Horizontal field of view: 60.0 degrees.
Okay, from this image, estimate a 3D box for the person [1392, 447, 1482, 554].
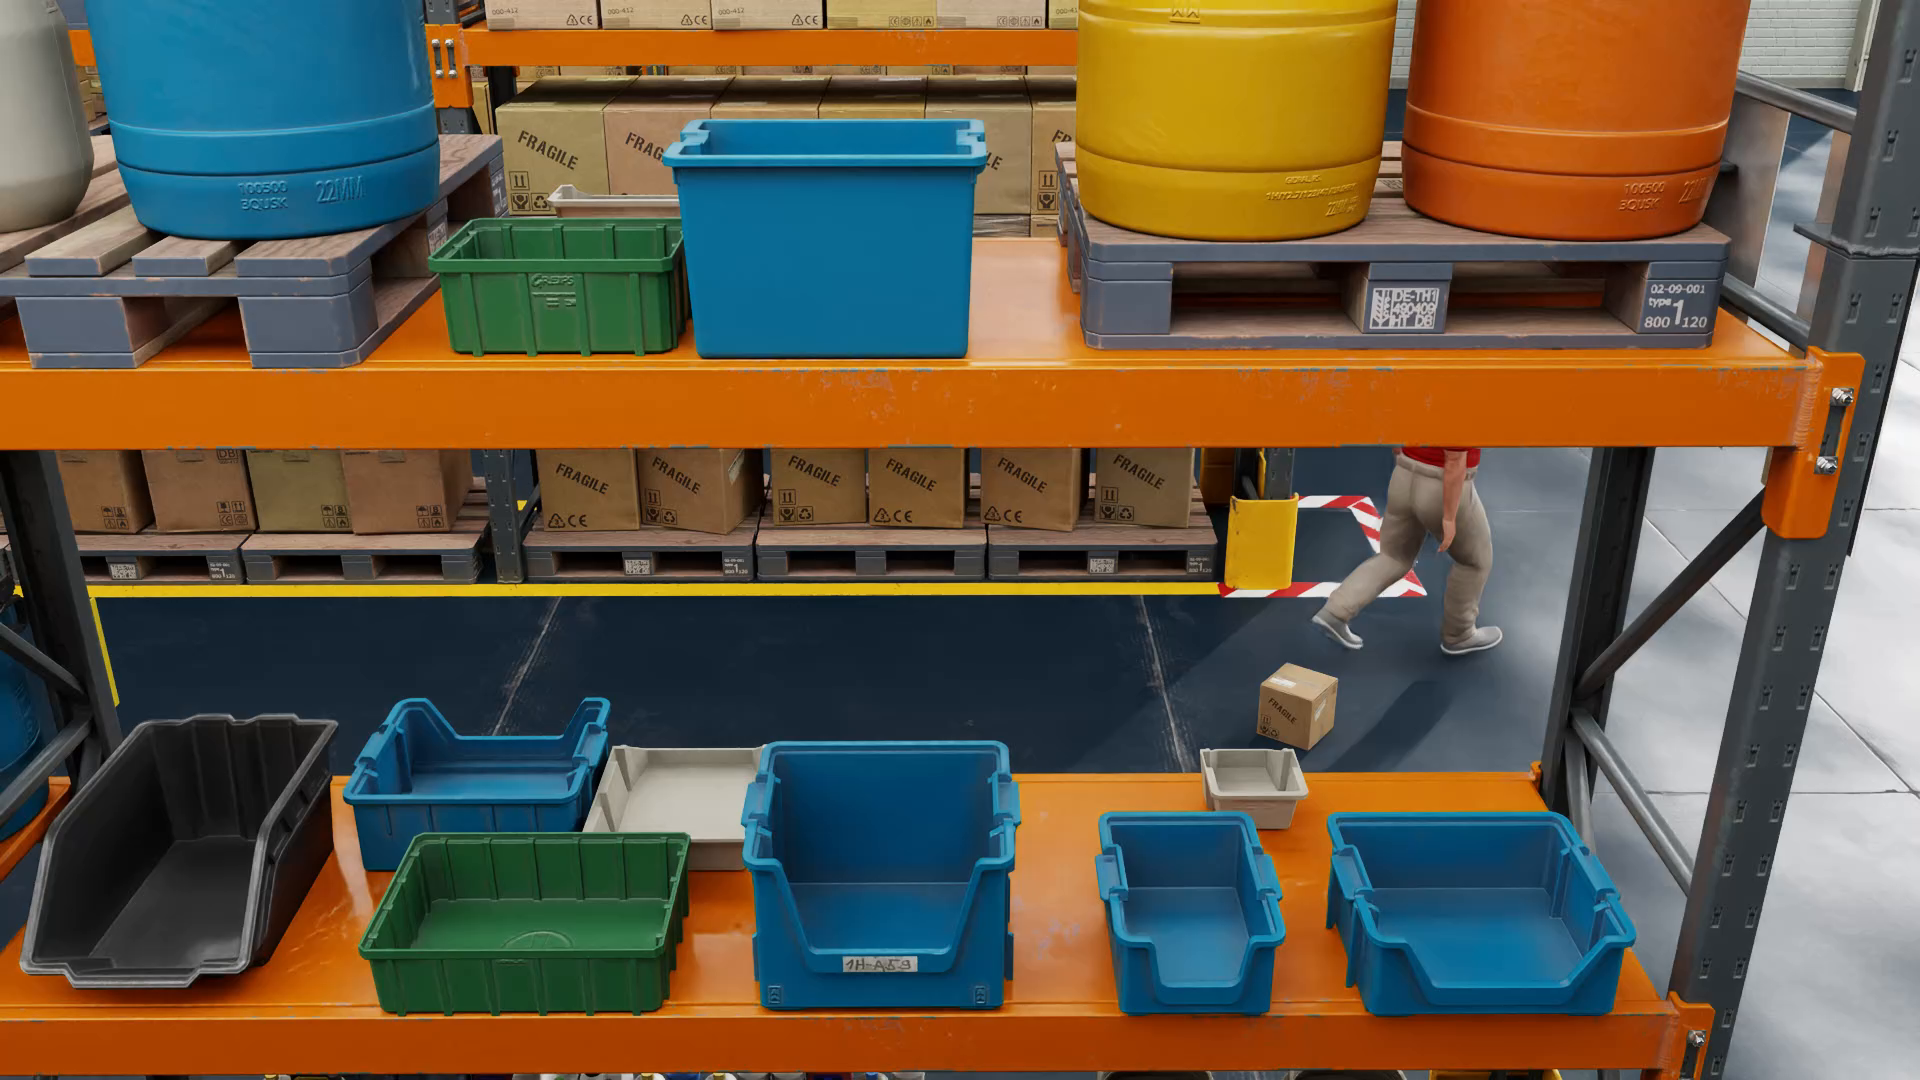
[{"bbox_3d":[2.173,-0.525,7.526,0.335,1.045,0.553,-12,27,-26],"label":"person"}]
